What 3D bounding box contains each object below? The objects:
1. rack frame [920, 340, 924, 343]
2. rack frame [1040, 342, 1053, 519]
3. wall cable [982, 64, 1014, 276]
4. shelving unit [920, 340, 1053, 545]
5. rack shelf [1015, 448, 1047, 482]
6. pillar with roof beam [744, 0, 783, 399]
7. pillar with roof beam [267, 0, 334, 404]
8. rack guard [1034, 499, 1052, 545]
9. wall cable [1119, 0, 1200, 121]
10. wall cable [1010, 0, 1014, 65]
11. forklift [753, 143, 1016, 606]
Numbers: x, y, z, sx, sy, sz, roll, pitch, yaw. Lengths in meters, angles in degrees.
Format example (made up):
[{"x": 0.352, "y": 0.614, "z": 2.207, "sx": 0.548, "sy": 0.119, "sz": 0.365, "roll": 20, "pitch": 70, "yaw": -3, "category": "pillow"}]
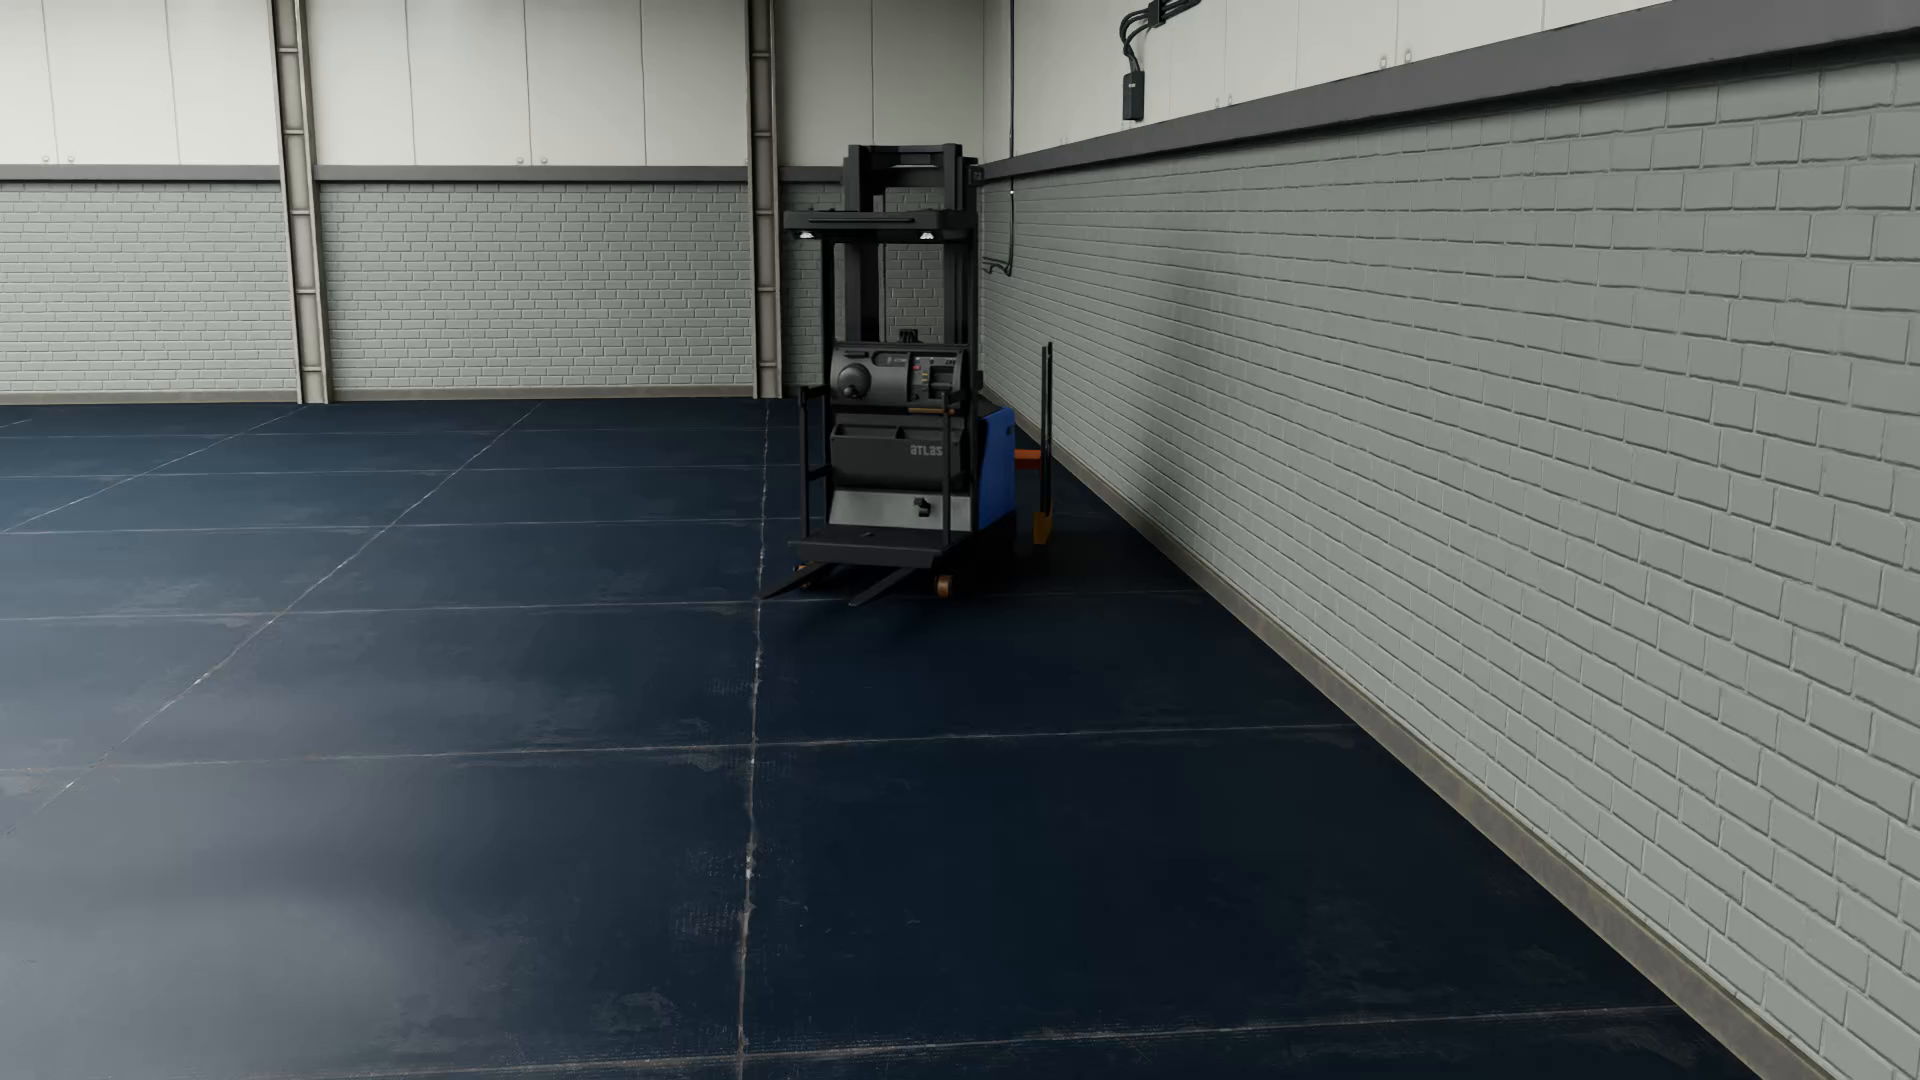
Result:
[{"x": -0.337, "y": -0.788, "z": 12.989, "sx": 0.032, "sy": 1.500, "sz": 0.500, "roll": 2, "pitch": 11, "yaw": 9, "category": "rack frame"}, {"x": 0.667, "y": -0.758, "z": 12.833, "sx": 0.032, "sy": 1.500, "sz": 0.500, "roll": 2, "pitch": 11, "yaw": 9, "category": "rack frame"}, {"x": 0.432, "y": -4.664, "z": 21.313, "sx": 0.112, "sy": 2.526, "sz": 3.097, "roll": -1, "pitch": 11, "yaw": -6, "category": "wall cable"}, {"x": 0.156, "y": -0.773, "z": 12.913, "sx": 1.083, "sy": 1.500, "sz": 0.587, "roll": 2, "pitch": 11, "yaw": 9, "category": "shelving unit"}, {"x": 0.165, "y": -0.596, "z": 12.946, "sx": 1.000, "sy": 0.185, "sz": 0.538, "roll": 2, "pitch": 11, "yaw": 9, "category": "rack shelf"}, {"x": -2.174, "y": -5.554, "z": 17.792, "sx": 0.400, "sy": 9.000, "sz": 9.100, "roll": -1, "pitch": 11, "yaw": -6, "category": "pillar with roof beam"}, {"x": -8.139, "y": -5.429, "z": 17.156, "sx": 0.400, "sy": 9.000, "sz": 9.100, "roll": -1, "pitch": 11, "yaw": -6, "category": "pillar with roof beam"}, {"x": 0.648, "y": -0.145, "z": 12.957, "sx": 0.087, "sy": 0.250, "sz": 0.587, "roll": 2, "pitch": 11, "yaw": 9, "category": "rack guard"}, {"x": 1.442, "y": -6.035, "z": 11.423, "sx": 0.169, "sy": 6.003, "sz": 2.305, "roll": -1, "pitch": 11, "yaw": -6, "category": "wall cable"}, {"x": 0.724, "y": -6.623, "z": 18.187, "sx": 0.112, "sy": 2.526, "sz": 3.097, "roll": -1, "pitch": 11, "yaw": -6, "category": "wall cable"}, {"x": -0.486, "y": -1.135, "z": 11.041, "sx": 1.130, "sy": 2.935, "sz": 3.031, "roll": 3, "pitch": 12, "yaw": 16, "category": "forklift"}]
